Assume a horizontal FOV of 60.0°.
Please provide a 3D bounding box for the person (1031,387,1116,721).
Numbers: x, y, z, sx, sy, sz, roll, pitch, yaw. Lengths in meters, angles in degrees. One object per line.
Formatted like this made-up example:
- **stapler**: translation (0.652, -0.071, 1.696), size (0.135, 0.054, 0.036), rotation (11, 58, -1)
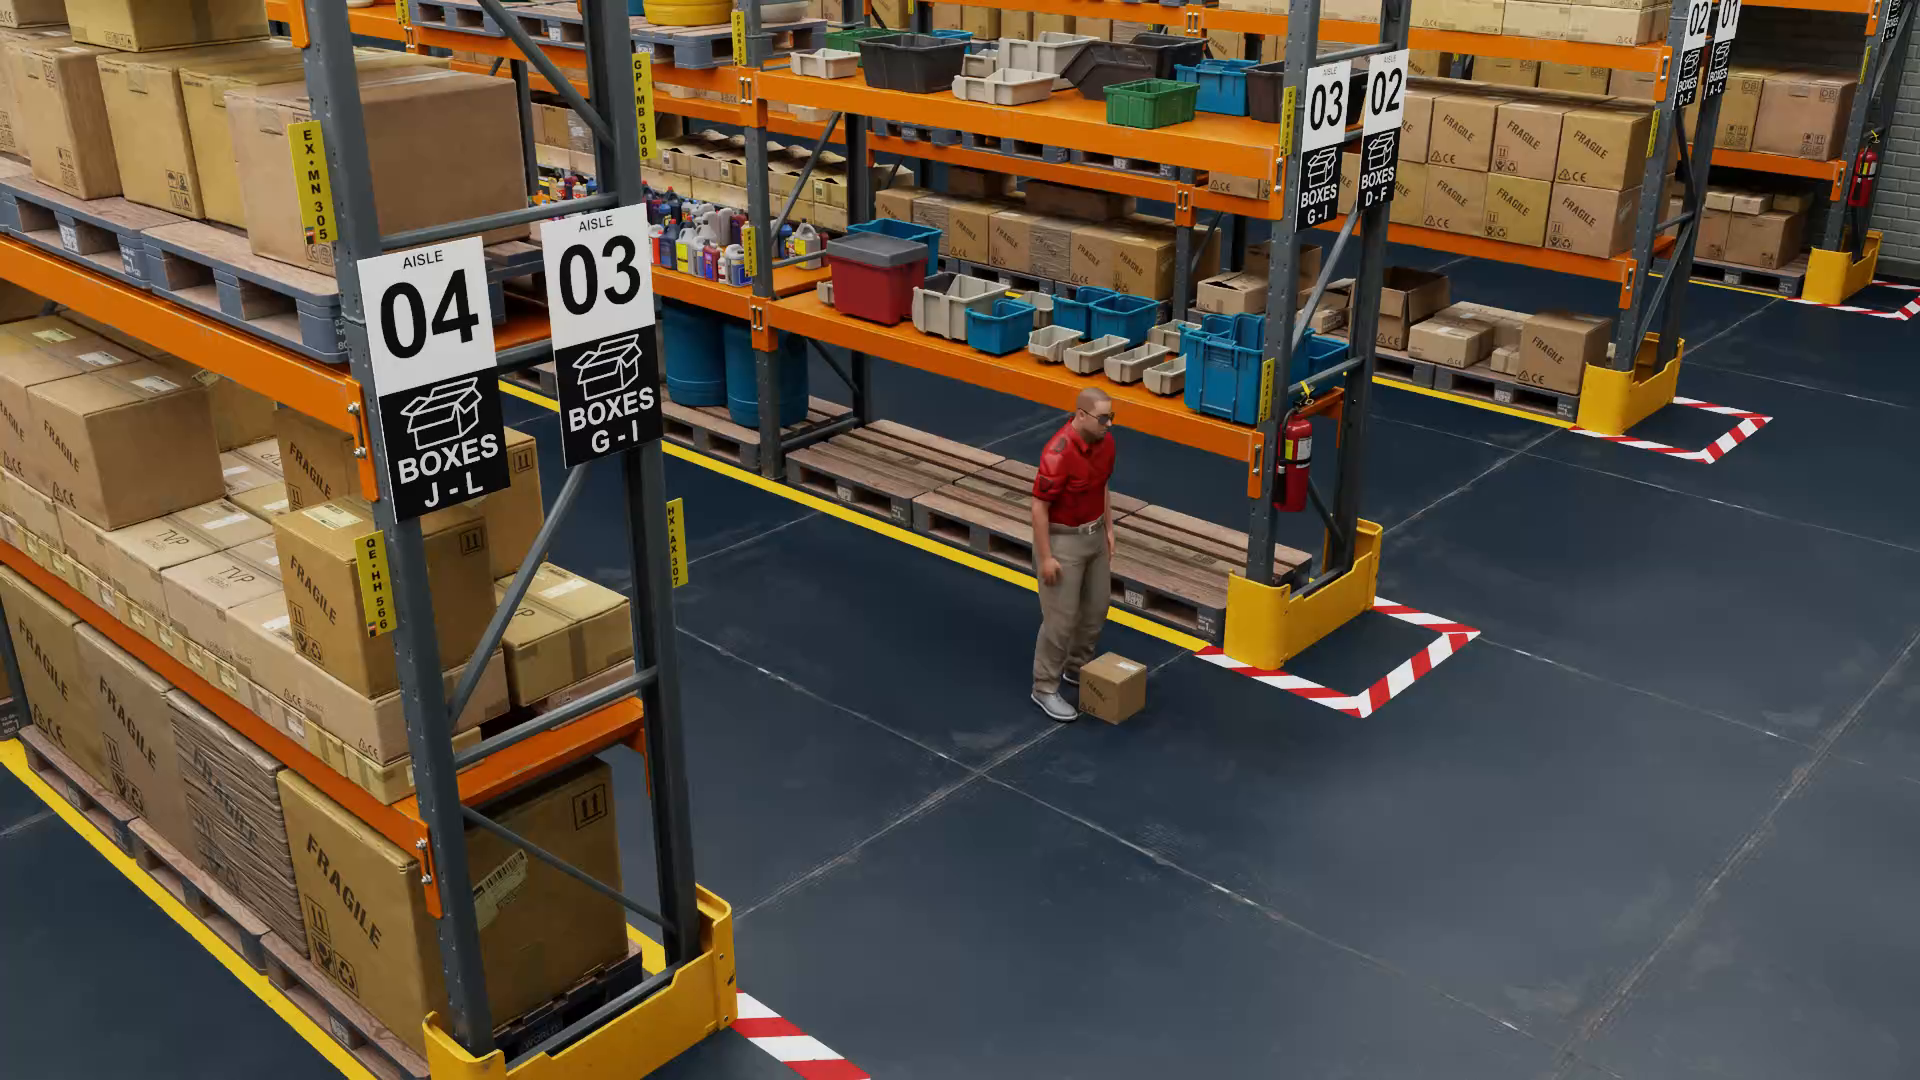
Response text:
- **person**: translation (0.600, 0.033, 8.544), size (0.396, 1.726, 0.585), rotation (20, 31, 38)
